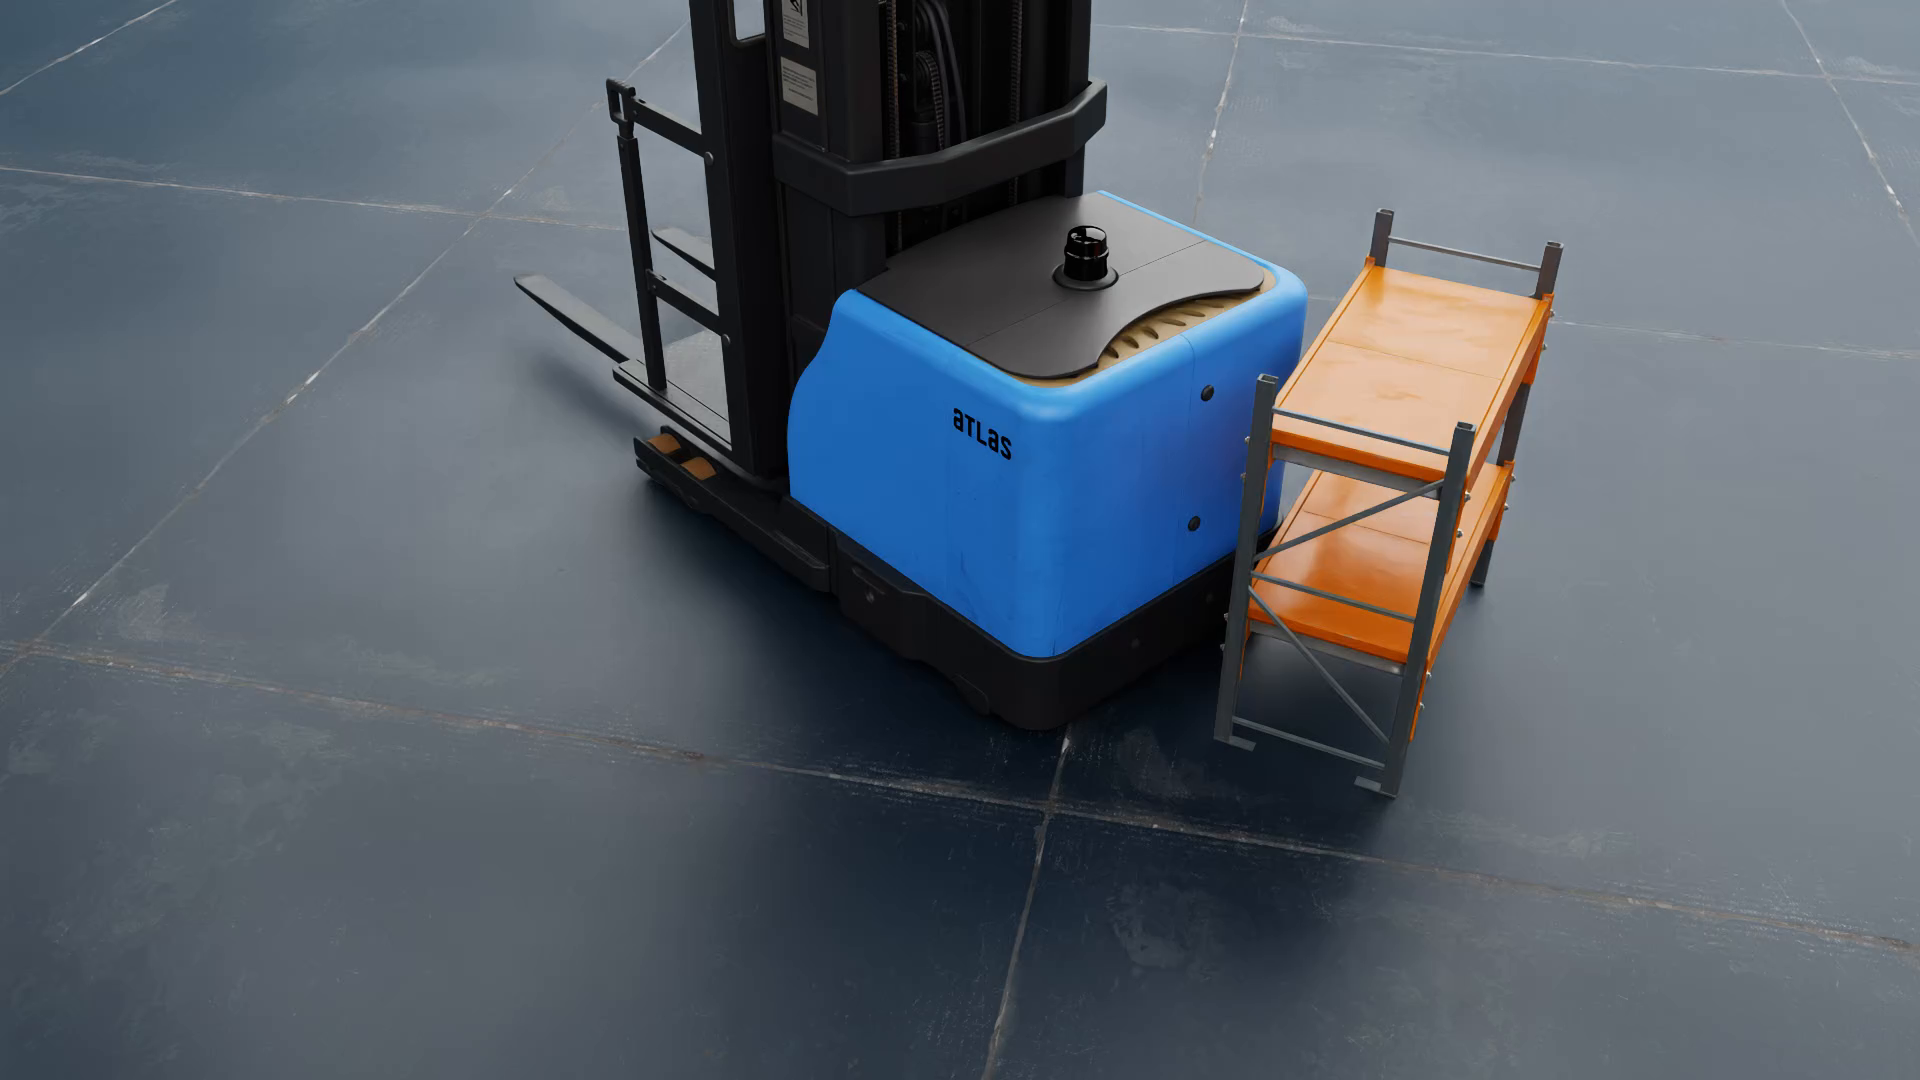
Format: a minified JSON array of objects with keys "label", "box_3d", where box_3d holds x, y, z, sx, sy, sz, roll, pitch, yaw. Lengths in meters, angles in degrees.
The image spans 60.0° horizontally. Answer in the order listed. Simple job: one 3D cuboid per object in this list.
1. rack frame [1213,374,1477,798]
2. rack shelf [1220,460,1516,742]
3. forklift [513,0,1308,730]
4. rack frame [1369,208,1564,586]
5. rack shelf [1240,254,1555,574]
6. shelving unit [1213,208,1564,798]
[{"label":"rack frame","box_3d":[0.916,0.142,4.095,0.500,1.125,0.032,17,39,21]},{"label":"rack shelf","box_3d":[1.146,0.074,4.606,0.538,0.278,1.000,17,39,21]},{"label":"forklift","box_3d":[-0.419,-1.462,4.770,1.130,2.935,3.031,-28,44,-33]},{"label":"rack frame","box_3d":[1.376,-0.390,4.829,0.500,1.125,0.032,17,39,21]},{"label":"rack shelf","box_3d":[1.146,-0.361,4.290,0.538,0.278,1.000,17,39,21]},{"label":"shelving unit","box_3d":[1.146,-0.124,4.462,0.538,1.125,1.048,17,39,21]}]
